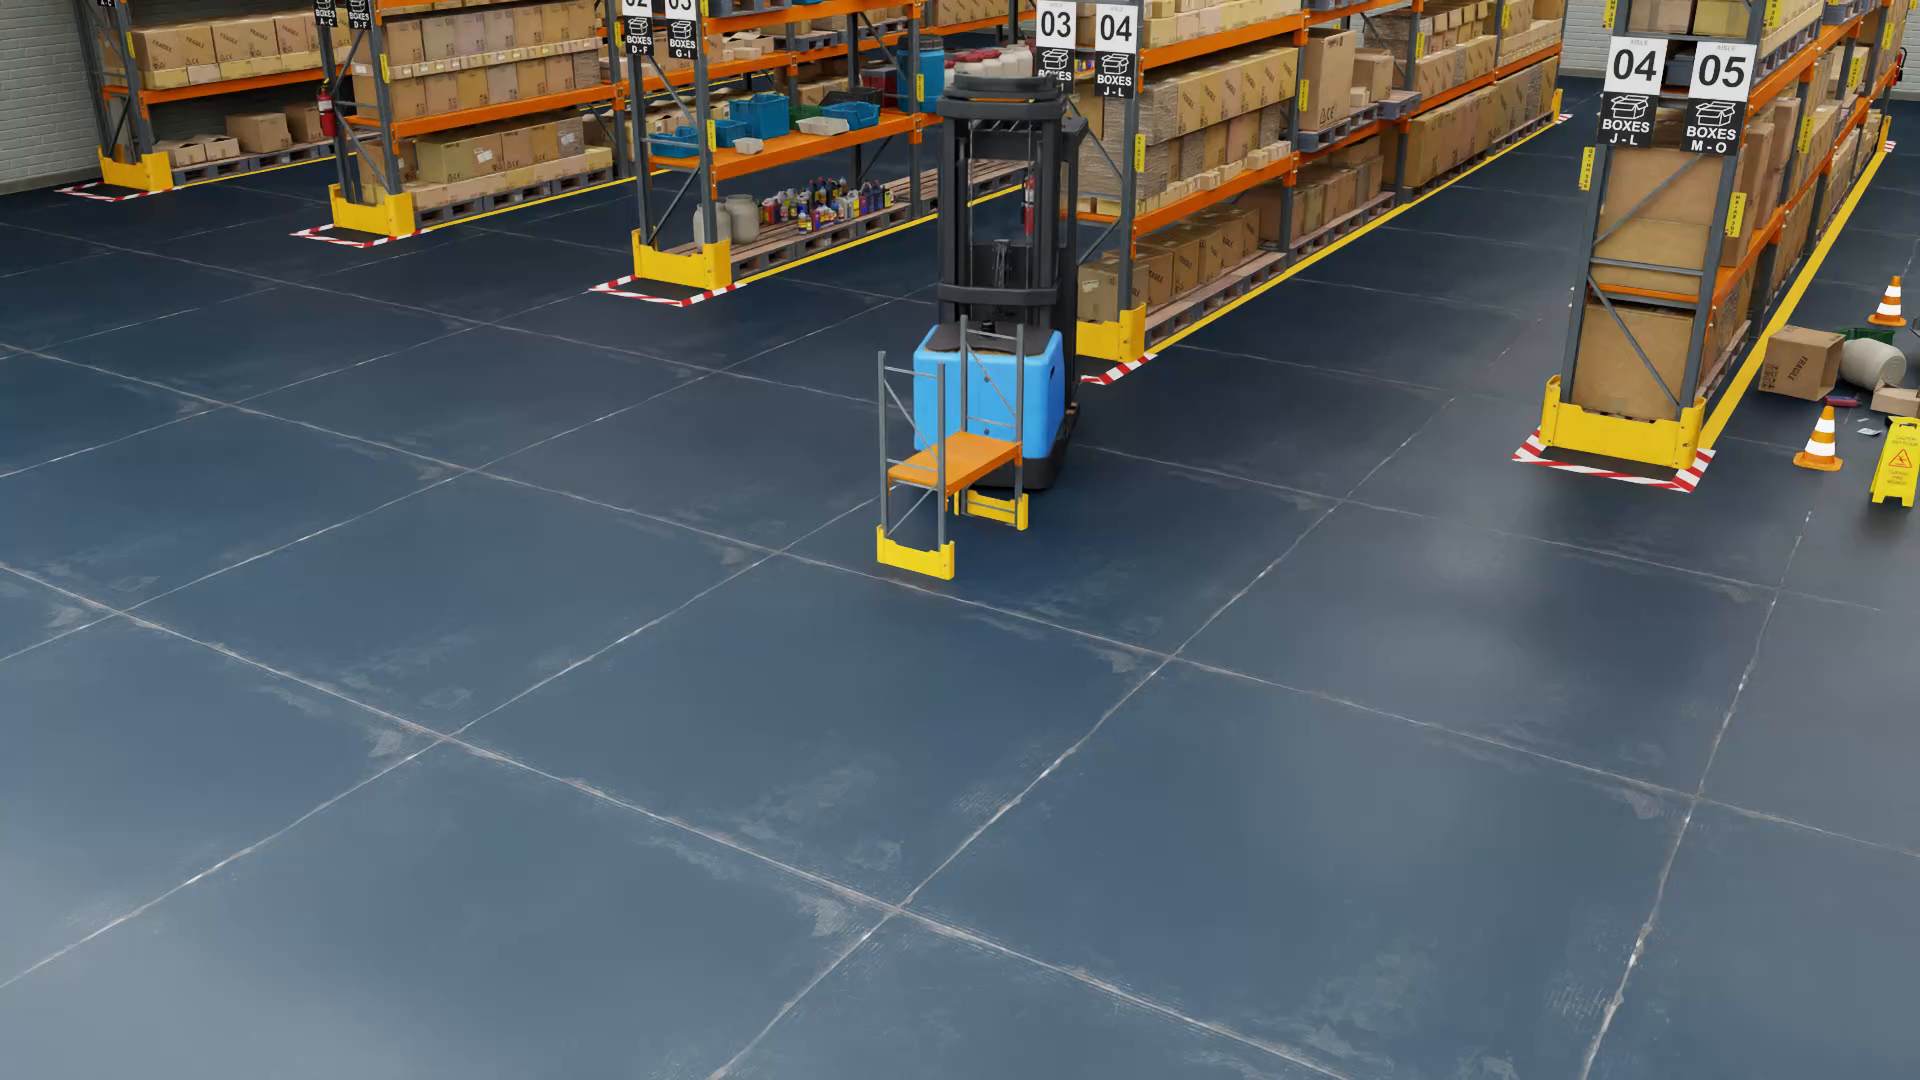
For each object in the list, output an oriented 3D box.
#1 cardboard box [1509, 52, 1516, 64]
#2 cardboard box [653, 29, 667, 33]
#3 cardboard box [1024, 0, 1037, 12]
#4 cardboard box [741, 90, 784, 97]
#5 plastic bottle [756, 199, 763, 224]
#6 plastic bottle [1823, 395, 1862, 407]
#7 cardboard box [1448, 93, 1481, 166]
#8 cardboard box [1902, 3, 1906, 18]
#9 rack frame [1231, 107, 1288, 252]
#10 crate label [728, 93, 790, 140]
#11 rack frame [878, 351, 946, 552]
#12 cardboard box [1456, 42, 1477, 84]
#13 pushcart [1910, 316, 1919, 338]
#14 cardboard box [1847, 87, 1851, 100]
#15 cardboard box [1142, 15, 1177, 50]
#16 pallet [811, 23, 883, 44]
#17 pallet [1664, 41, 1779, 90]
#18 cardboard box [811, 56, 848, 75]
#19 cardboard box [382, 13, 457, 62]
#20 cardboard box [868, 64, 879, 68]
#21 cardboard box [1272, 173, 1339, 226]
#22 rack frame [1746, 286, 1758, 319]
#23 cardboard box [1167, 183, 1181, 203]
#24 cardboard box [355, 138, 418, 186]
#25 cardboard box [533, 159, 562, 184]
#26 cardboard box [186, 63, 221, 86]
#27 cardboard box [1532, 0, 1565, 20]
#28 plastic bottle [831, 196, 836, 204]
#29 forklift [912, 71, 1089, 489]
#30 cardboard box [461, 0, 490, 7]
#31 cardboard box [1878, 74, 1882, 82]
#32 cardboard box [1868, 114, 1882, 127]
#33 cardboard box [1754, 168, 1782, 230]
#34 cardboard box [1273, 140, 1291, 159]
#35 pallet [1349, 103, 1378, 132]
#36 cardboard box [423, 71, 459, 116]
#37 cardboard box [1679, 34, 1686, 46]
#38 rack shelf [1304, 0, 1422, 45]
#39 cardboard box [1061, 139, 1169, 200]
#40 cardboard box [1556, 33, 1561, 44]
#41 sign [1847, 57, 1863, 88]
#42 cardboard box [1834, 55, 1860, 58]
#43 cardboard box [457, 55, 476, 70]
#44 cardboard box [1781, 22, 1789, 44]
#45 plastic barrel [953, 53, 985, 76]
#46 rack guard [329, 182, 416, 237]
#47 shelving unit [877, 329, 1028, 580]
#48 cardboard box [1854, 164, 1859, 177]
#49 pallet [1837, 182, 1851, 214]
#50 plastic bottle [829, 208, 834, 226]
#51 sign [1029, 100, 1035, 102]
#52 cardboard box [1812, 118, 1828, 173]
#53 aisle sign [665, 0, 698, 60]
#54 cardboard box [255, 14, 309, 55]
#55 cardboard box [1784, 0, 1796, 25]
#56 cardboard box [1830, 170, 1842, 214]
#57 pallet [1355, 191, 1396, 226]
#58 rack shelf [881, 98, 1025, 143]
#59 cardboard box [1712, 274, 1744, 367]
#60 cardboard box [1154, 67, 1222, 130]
[{"bbox_3d":[8.189,-7.324,25.208,0.380,0.149,0.250,15,28,31],"label":"cardboard box"},{"bbox_3d":[-5.383,-9.305,31.646,0.750,0.750,0.750,14,27,30],"label":"cardboard box"},{"bbox_3d":[1.165,-10.496,32.095,0.500,0.500,0.500,15,27,31],"label":"cardboard box"},{"bbox_3d":[-3.117,-6.918,26.182,0.500,0.311,0.500,15,27,30],"label":"cardboard box"},{"bbox_3d":[-2.421,-3.929,19.917,0.061,0.283,0.133,15,27,30],"label":"plastic bottle"},{"bbox_3d":[7.674,-1.203,14.453,0.283,0.061,0.133,5,24,11],"label":"plastic bottle"},{"bbox_3d":[6.683,-5.927,23.811,1.225,0.875,0.875,13,27,27],"label":"cardboard box"},{"bbox_3d":[13.447,-7.772,24.167,0.500,0.500,0.500,13,27,27],"label":"cardboard box"},{"bbox_3d":[3.257,-4.531,18.440,0.949,2.616,0.053,14,27,29],"label":"rack frame"},{"bbox_3d":[-2.323,-4.913,19.279,0.502,0.435,0.616,14,27,29],"label":"crate label"},{"bbox_3d":[-0.313,-0.488,10.989,0.500,1.500,0.032,14,27,29],"label":"rack frame"},{"bbox_3d":[6.923,-6.719,23.369,0.500,0.500,0.500,14,27,28],"label":"cardboard box"},{"bbox_3d":[9.710,-1.712,15.230,1.648,0.377,0.936,5,24,11],"label":"pushcart"},{"bbox_3d":[10.768,-5.529,20.535,0.380,0.149,0.250,13,27,27],"label":"cardboard box"},{"bbox_3d":[1.618,-4.597,15.007,0.500,0.250,0.500,15,27,30],"label":"cardboard box"},{"bbox_3d":[-2.028,-8.528,27.915,1.003,0.211,1.213,14,27,29],"label":"pallet"},{"bbox_3d":[5.687,-3.696,12.848,1.003,0.211,1.213,14,27,29],"label":"pallet"},{"bbox_3d":[-2.194,-8.088,28.307,0.500,0.250,0.500,13,27,28],"label":"cardboard box"},{"bbox_3d":[-6.712,-6.251,20.655,0.700,0.500,0.500,13,27,28],"label":"cardboard box"},{"bbox_3d":[-1.674,-8.069,29.206,0.500,0.500,0.500,14,27,30],"label":"cardboard box"},{"bbox_3d":[4.158,-4.135,20.118,0.700,0.500,0.500,11,26,24],"label":"cardboard box"},{"bbox_3d":[7.412,-3.458,15.963,0.949,2.616,0.053,14,27,29],"label":"rack frame"},{"bbox_3d":[1.904,-3.362,16.058,0.380,0.149,0.250,14,27,29],"label":"cardboard box"},{"bbox_3d":[-7.240,-4.777,20.997,0.500,0.500,0.500,14,27,29],"label":"cardboard box"},{"bbox_3d":[-5.742,-4.999,22.453,0.500,0.250,0.500,14,27,29],"label":"cardboard box"},{"bbox_3d":[-10.692,-6.512,23.180,0.500,0.250,0.500,13,27,27],"label":"cardboard box"},{"bbox_3d":[9.550,-8.774,27.112,0.500,0.500,0.500,14,27,30],"label":"cardboard box"},{"bbox_3d":[-1.500,-4.041,20.174,0.061,0.283,0.133,14,27,29],"label":"plastic bottle"},{"bbox_3d":[0.412,-2.283,13.335,1.130,2.935,3.031,4,24,10],"label":"forklift"},{"bbox_3d":[-8.138,-8.657,27.293,0.700,0.500,0.500,14,27,29],"label":"cardboard box"},{"bbox_3d":[12.715,-6.524,23.361,0.380,0.149,0.250,15,28,31],"label":"cardboard box"},{"bbox_3d":[13.470,-6.247,24.715,0.380,0.149,0.250,13,27,28],"label":"cardboard box"},{"bbox_3d":[6.959,-3.209,15.199,0.875,0.550,0.550,14,27,29],"label":"cardboard box"},{"bbox_3d":[3.390,-4.282,18.181,0.380,0.149,0.250,14,27,29],"label":"cardboard box"},{"bbox_3d":[4.355,-5.117,20.035,1.003,0.211,1.213,14,27,29],"label":"pallet"},{"bbox_3d":[-6.740,-5.637,20.871,0.700,0.500,0.500,15,27,30],"label":"cardboard box"},{"bbox_3d":[5.460,-3.962,13.014,0.380,0.149,0.250,14,27,30],"label":"cardboard box"},{"bbox_3d":[4.309,-6.253,19.548,1.077,0.370,4.000,14,27,29],"label":"rack shelf"},{"bbox_3d":[1.457,-3.543,15.659,0.875,0.500,0.500,14,27,29],"label":"cardboard box"},{"bbox_3d":[9.676,-8.277,27.410,0.380,0.149,0.250,14,27,30],"label":"cardboard box"},{"bbox_3d":[9.998,-5.224,18.584,0.100,0.325,0.005,14,27,29],"label":"sign"},{"bbox_3d":[11.039,-5.983,20.834,0.380,0.149,0.250,13,27,27],"label":"cardboard box"},{"bbox_3d":[-6.337,-6.038,20.980,0.380,0.149,0.250,13,27,27],"label":"cardboard box"},{"bbox_3d":[6.290,-3.997,13.093,0.380,0.149,0.250,14,27,29],"label":"cardboard box"},{"bbox_3d":[0.124,-6.156,22.024,0.433,0.535,0.433,0,23,0],"label":"plastic barrel"},{"bbox_3d":[-7.283,-4.103,20.599,1.175,0.500,0.348,14,27,29],"label":"rack guard"},{"bbox_3d":[-0.040,-0.663,11.393,0.587,1.500,1.083,14,27,29],"label":"shelving unit"},{"bbox_3d":[12.099,-5.098,22.810,0.380,0.149,0.250,13,26,27],"label":"cardboard box"},{"bbox_3d":[11.225,-4.615,22.145,1.003,0.211,1.213,14,27,29],"label":"pallet"},{"bbox_3d":[-1.557,-3.866,19.874,0.097,0.201,0.097,0,23,0],"label":"plastic bottle"},{"bbox_3d":[0.683,-3.981,15.314,0.100,0.325,0.005,14,27,29],"label":"sign"},{"bbox_3d":[8.720,-4.135,17.400,0.500,0.500,0.500,14,27,30],"label":"cardboard box"},{"bbox_3d":[-2.853,-5.326,17.006,0.394,0.787,0.004,14,27,29],"label":"aisle sign"},{"bbox_3d":[-9.890,-7.368,24.214,0.500,0.500,0.500,13,27,27],"label":"cardboard box"},{"bbox_3d":[6.309,-4.242,13.157,0.500,0.250,0.500,14,27,29],"label":"cardboard box"},{"bbox_3d":[10.643,-4.383,20.717,0.500,0.500,0.500,13,27,28],"label":"cardboard box"},{"bbox_3d":[4.950,-4.338,21.505,1.003,0.211,1.213,14,27,29],"label":"pallet"},{"bbox_3d":[0.101,-5.914,22.541,1.077,0.370,4.000,14,27,29],"label":"rack shelf"},{"bbox_3d":[6.551,-2.173,15.139,0.875,0.875,0.875,14,27,29],"label":"cardboard box"},{"bbox_3d":[2.198,-4.287,16.119,0.500,0.500,0.500,14,27,29],"label":"cardboard box"}]
